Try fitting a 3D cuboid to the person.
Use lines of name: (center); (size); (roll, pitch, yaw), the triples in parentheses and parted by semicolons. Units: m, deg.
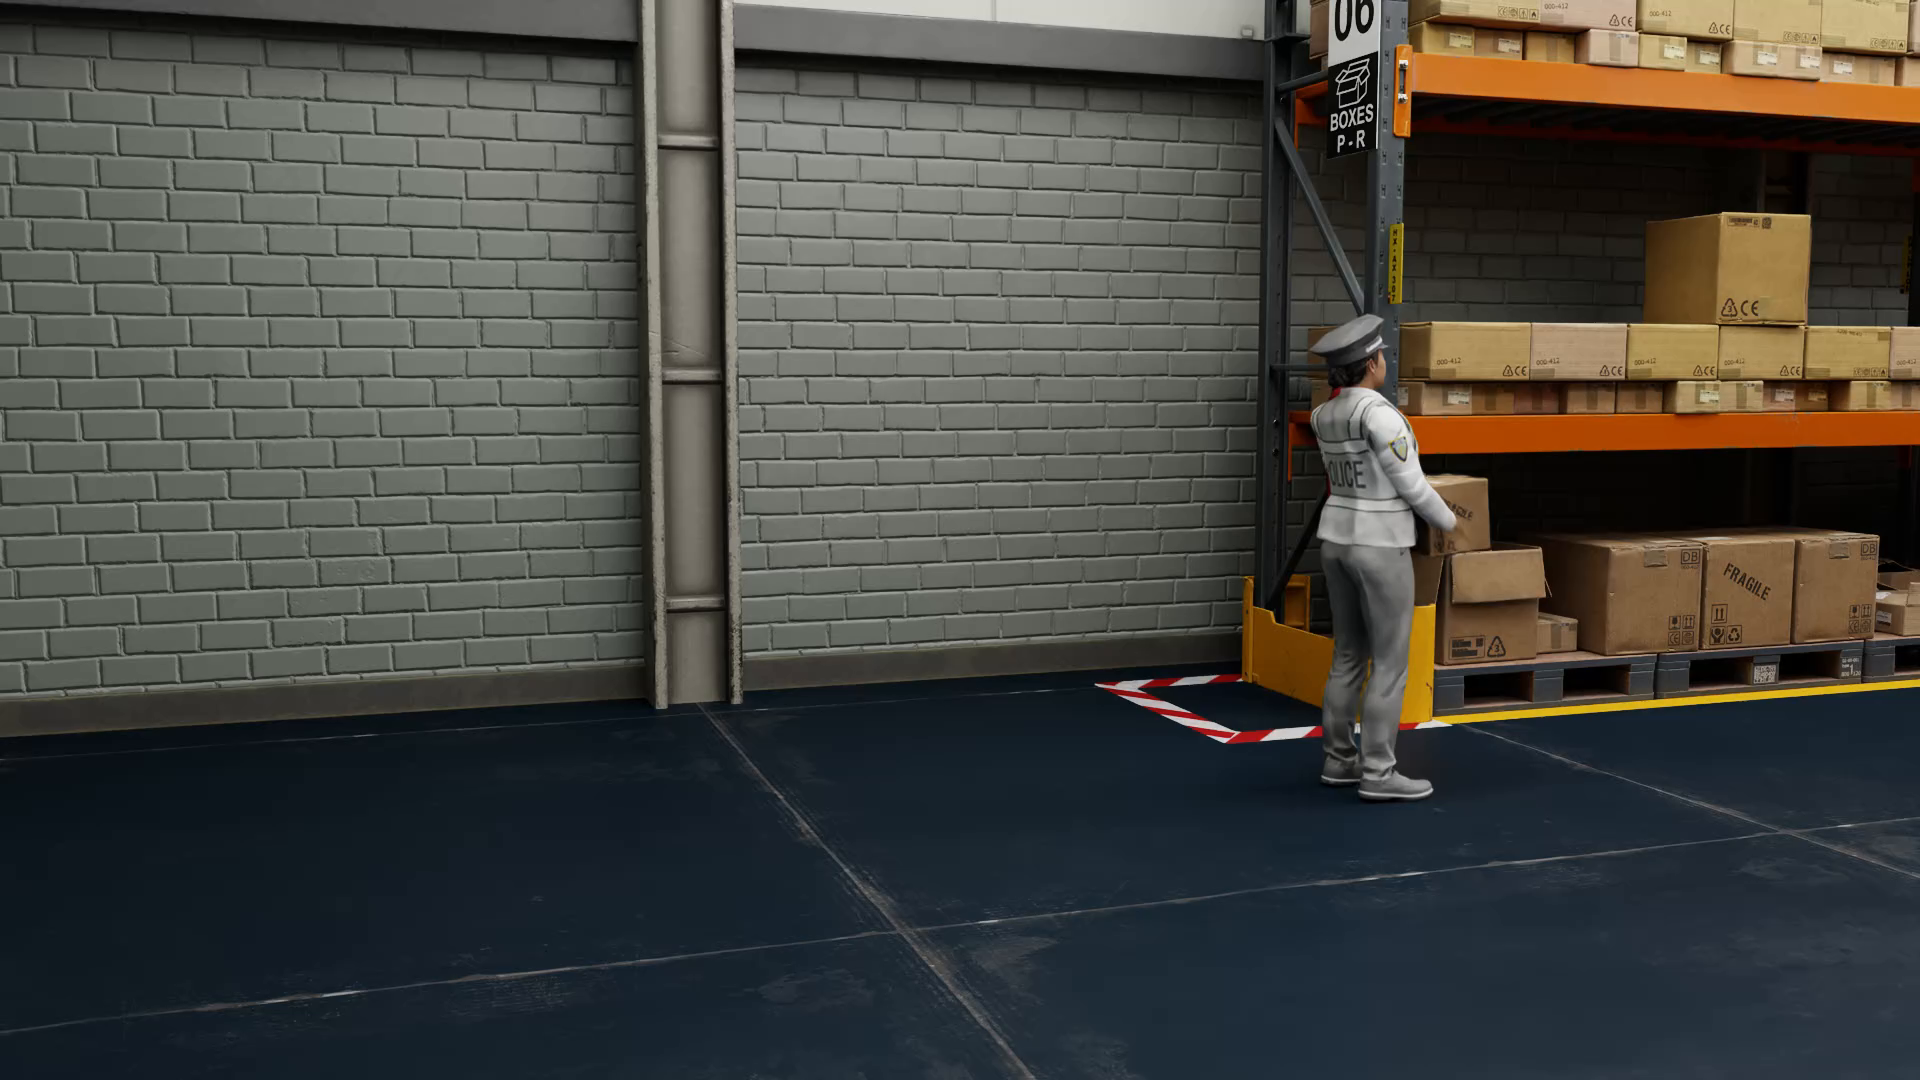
person: (14.122, -1.894, 4.415); (23.032, 5.869, 12.225); (-2, 6, -22)
